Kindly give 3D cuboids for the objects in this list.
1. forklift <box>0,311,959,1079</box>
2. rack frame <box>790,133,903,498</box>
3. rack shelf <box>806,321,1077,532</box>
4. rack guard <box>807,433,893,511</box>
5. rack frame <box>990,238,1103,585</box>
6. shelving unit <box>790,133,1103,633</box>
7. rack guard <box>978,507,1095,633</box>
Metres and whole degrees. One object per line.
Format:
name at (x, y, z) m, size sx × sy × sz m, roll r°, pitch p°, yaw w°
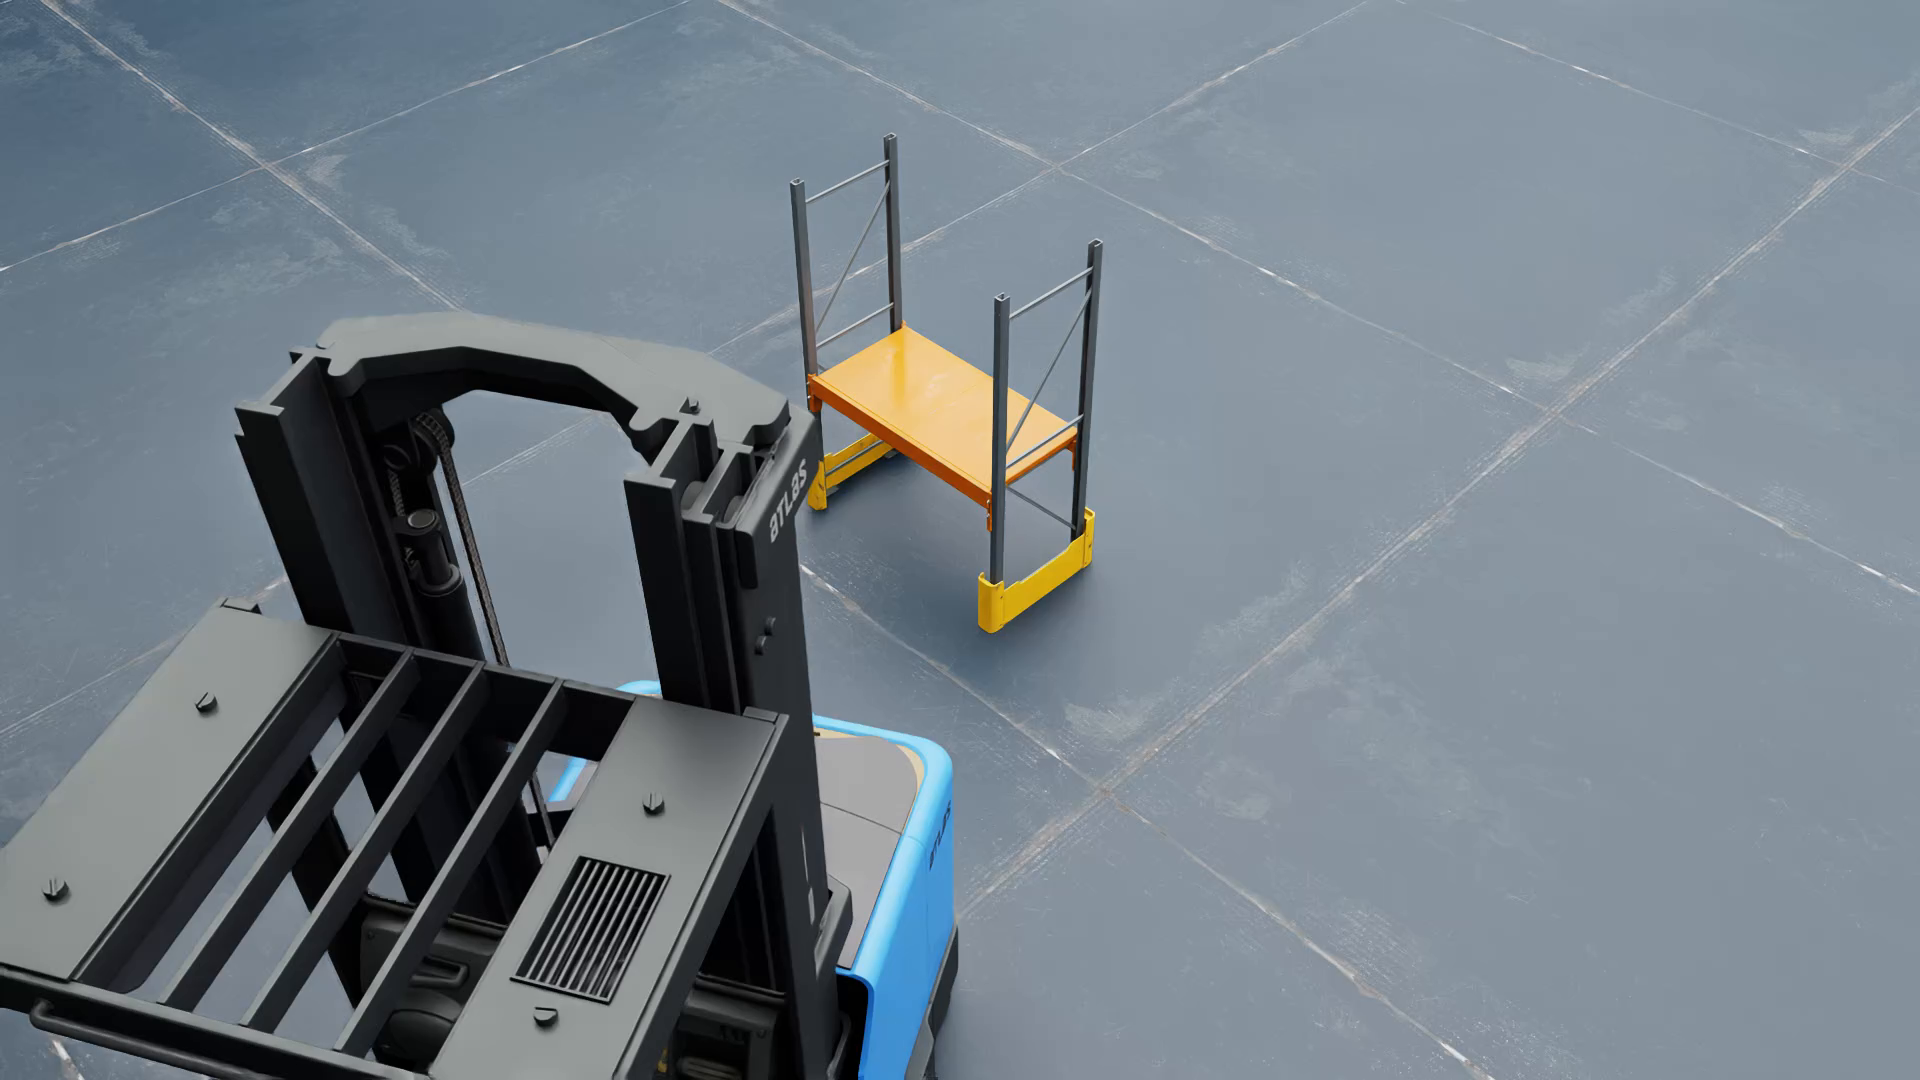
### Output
forklift at (-0.886, 1.149, 3.347) m, size 1.130 × 2.935 × 3.031 m, roll 10°, pitch 44°, yaw 11°
rack frame at (-0.419, -0.836, 6.550) m, size 0.500 × 1.500 × 0.032 m, roll -34°, pitch 53°, yaw -31°
rack shelf at (-0.060, -0.460, 6.407) m, size 0.538 × 0.185 × 1.000 m, roll -34°, pitch 53°, yaw -31°
rack guard at (-0.406, -0.368, 6.964) m, size 0.587 × 0.250 × 0.087 m, roll -34°, pitch 53°, yaw -31°
rack frame at (0.299, -0.348, 6.021) m, size 0.500 × 1.500 × 0.032 m, roll -34°, pitch 53°, yaw -31°
shelving unit at (-0.054, -0.587, 6.281) m, size 0.587 × 1.500 × 1.083 m, roll -34°, pitch 53°, yaw -31°
rack guard at (0.298, 0.111, 6.446) m, size 0.587 × 0.250 × 0.087 m, roll -34°, pitch 53°, yaw -31°
